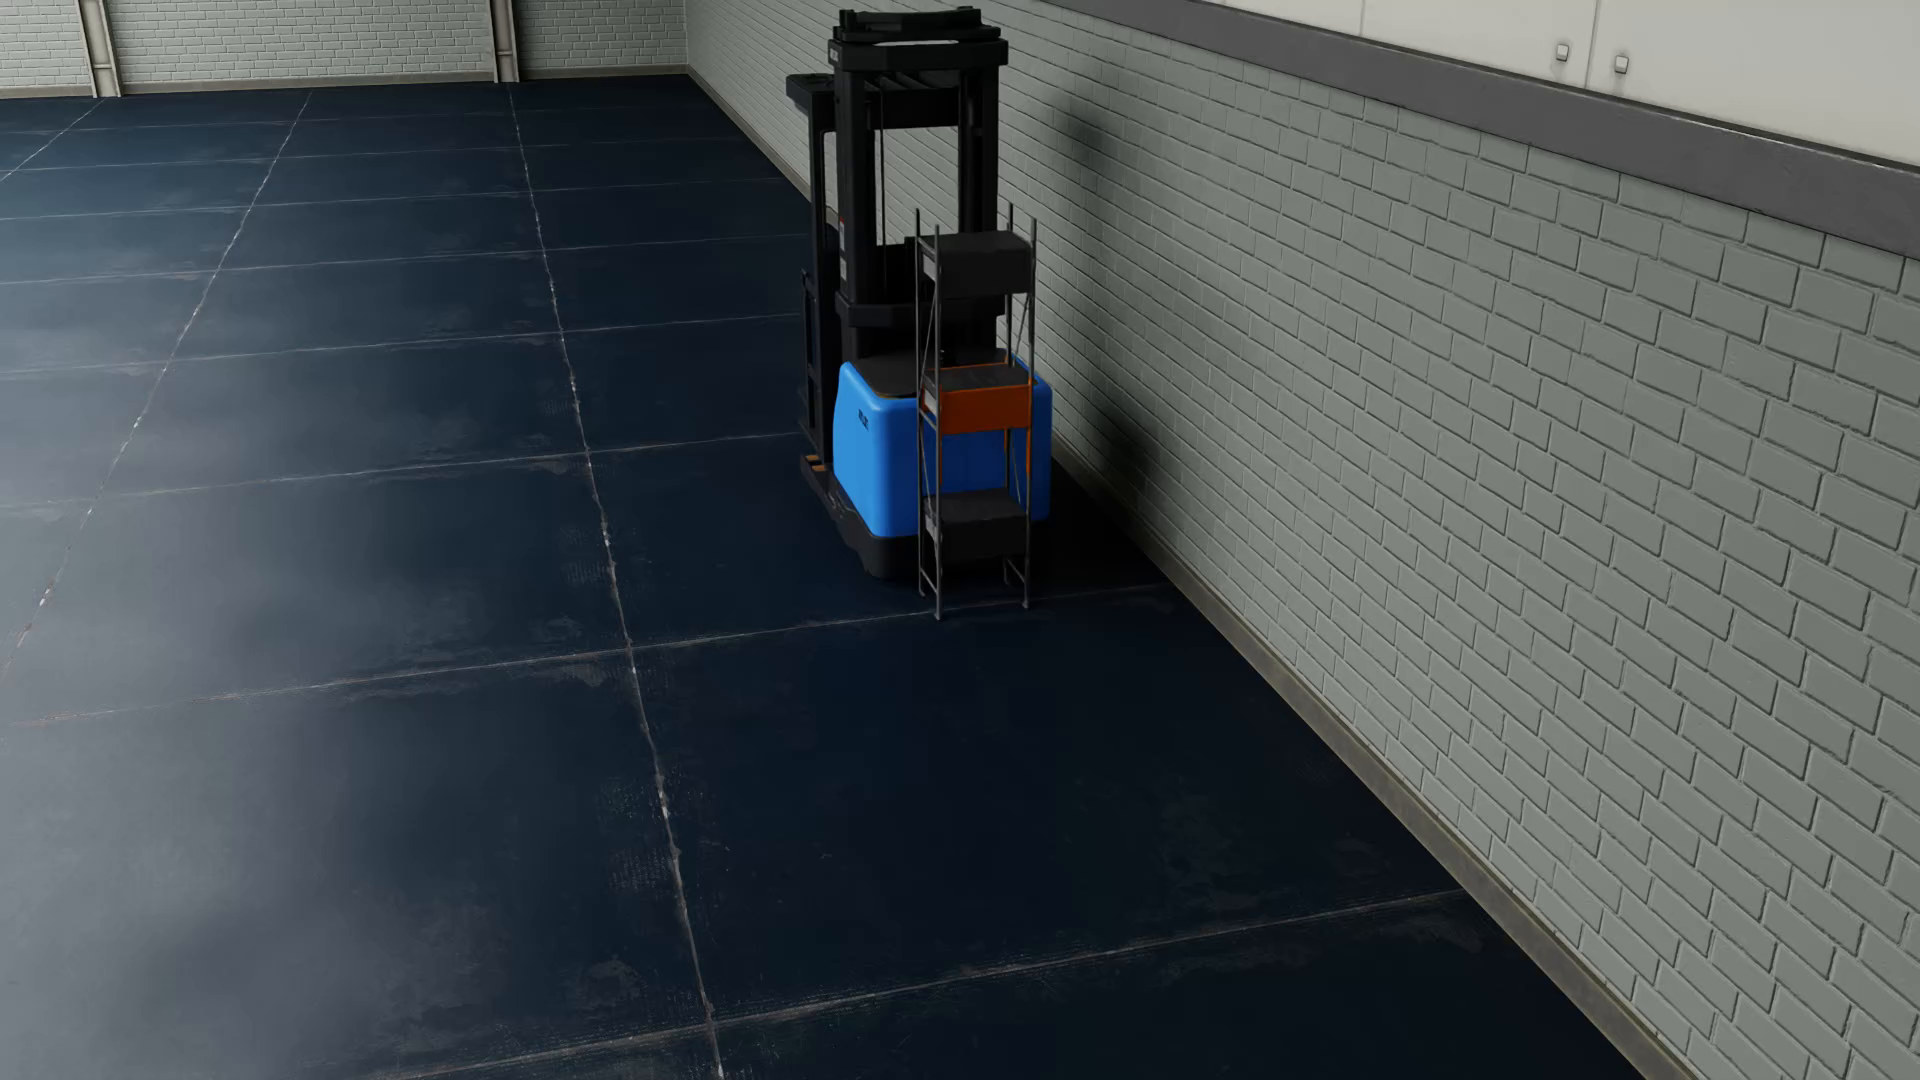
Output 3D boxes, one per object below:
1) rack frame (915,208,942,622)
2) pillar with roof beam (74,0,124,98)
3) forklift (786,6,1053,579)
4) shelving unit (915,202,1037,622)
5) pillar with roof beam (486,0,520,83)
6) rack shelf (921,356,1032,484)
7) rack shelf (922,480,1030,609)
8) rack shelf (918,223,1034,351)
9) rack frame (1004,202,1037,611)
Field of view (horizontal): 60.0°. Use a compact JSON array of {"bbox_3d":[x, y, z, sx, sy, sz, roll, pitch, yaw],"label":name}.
[{"bbox_3d":[-0.161,-0.610,8.508,0.015,2.100,0.400,-7,24,-15],"label":"rack frame"},{"bbox_3d":[-12.057,-9.403,20.252,0.400,9.000,9.100,-6,24,-14],"label":"pillar with roof beam"},{"bbox_3d":[-0.388,-1.689,9.969,1.130,2.935,3.031,-7,24,-15],"label":"forklift"},{"bbox_3d":[0.073,-0.637,8.571,0.503,2.100,0.431,-7,24,-15],"label":"shelving unit"},{"bbox_3d":[-6.280,-10.042,21.741,0.400,9.000,9.100,-6,24,-14],"label":"pillar with roof beam"},{"bbox_3d":[0.073,-0.624,8.577,0.480,0.518,0.431,-7,24,-15],"label":"rack shelf"},{"bbox_3d":[0.073,0.019,8.853,0.480,0.518,0.431,-7,24,-15],"label":"rack shelf"},{"bbox_3d":[0.073,-1.268,8.300,0.480,0.518,0.431,-7,24,-15],"label":"rack shelf"},{"bbox_3d":[0.307,-0.664,8.635,0.015,2.100,0.400,-7,24,-15],"label":"rack frame"}]
